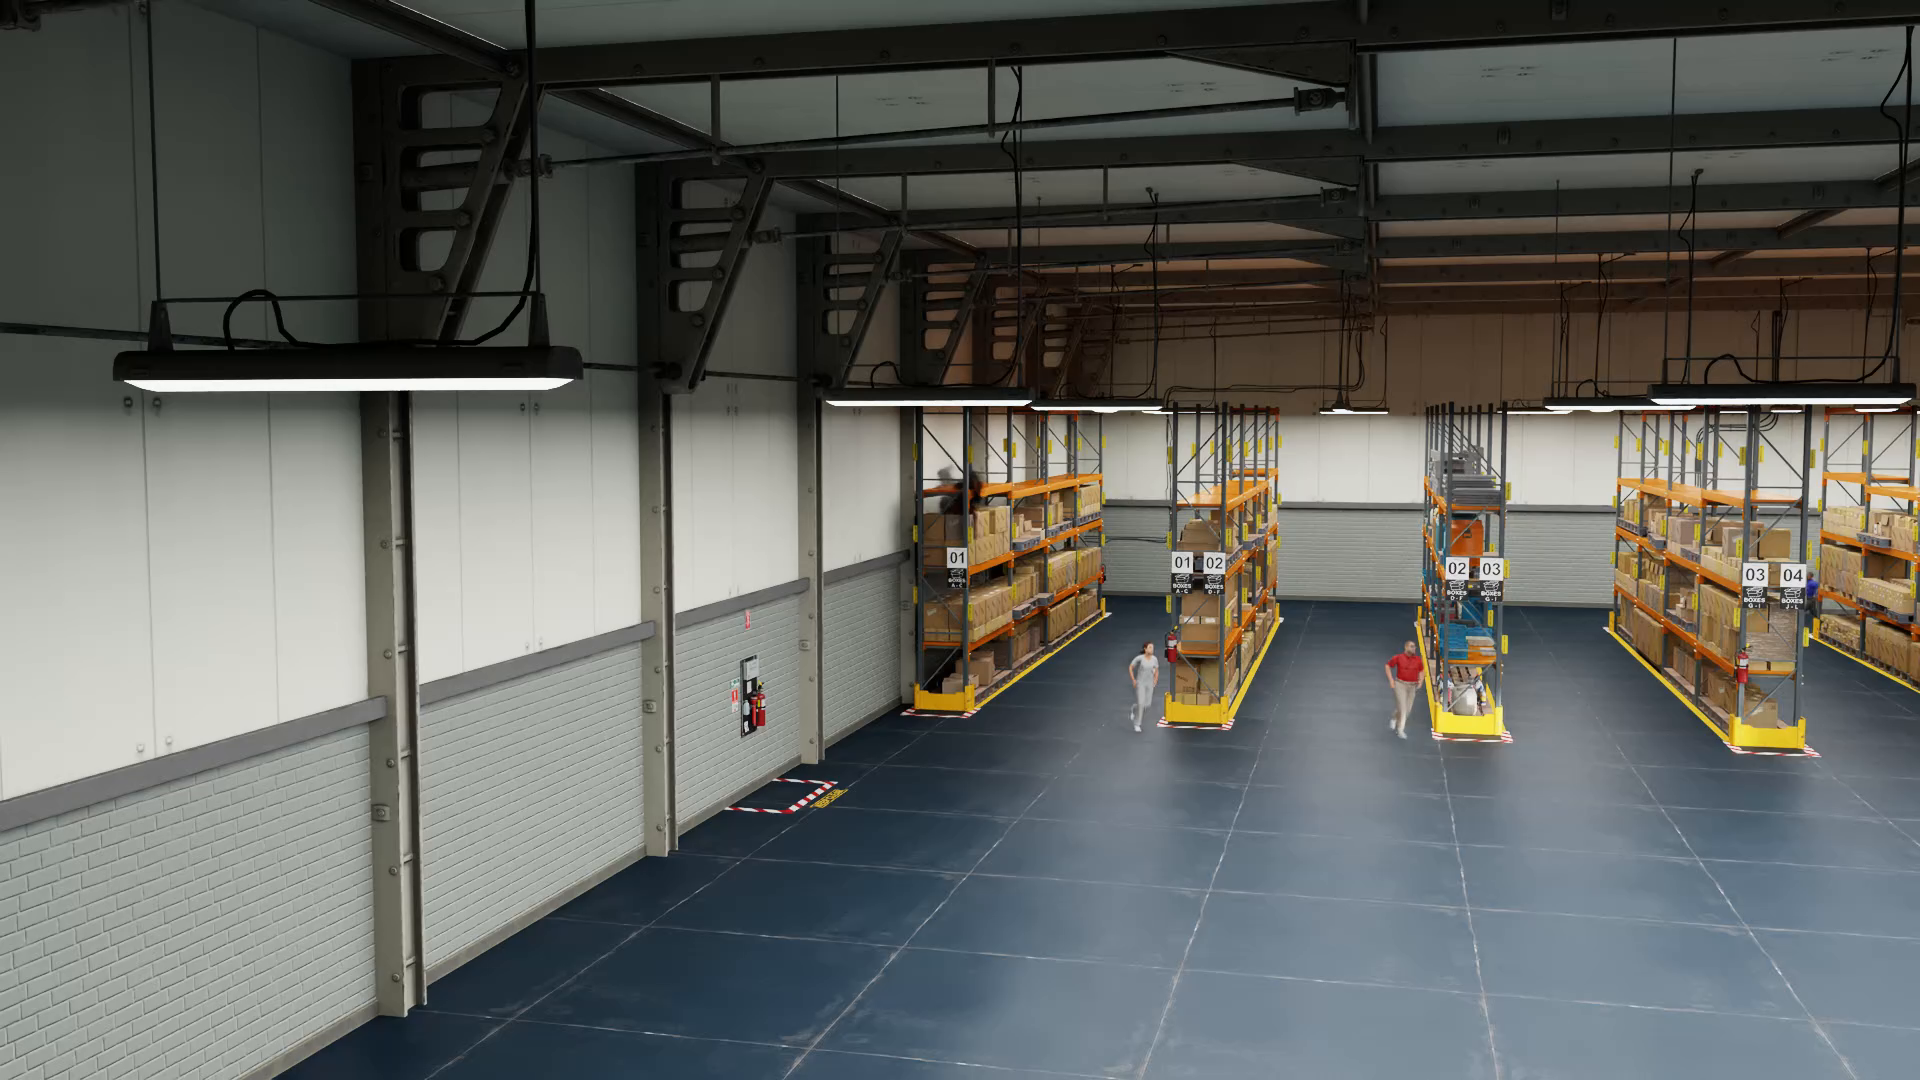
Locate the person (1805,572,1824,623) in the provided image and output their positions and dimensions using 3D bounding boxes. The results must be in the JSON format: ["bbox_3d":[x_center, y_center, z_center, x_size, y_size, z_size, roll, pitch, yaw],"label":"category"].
[{"bbox_3d":[22.743,1.655,44.443,0.854,1.644,0.718,1,4,15],"label":"person"}]

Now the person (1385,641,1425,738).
[{"bbox_3d":[8.045,2.675,30.027,0.703,1.704,0.750,-1,4,-11],"label":"person"}]

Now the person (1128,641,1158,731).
[{"bbox_3d":[3.384,2.667,30.660,0.603,1.624,0.636,-1,4,-19],"label":"person"}]
